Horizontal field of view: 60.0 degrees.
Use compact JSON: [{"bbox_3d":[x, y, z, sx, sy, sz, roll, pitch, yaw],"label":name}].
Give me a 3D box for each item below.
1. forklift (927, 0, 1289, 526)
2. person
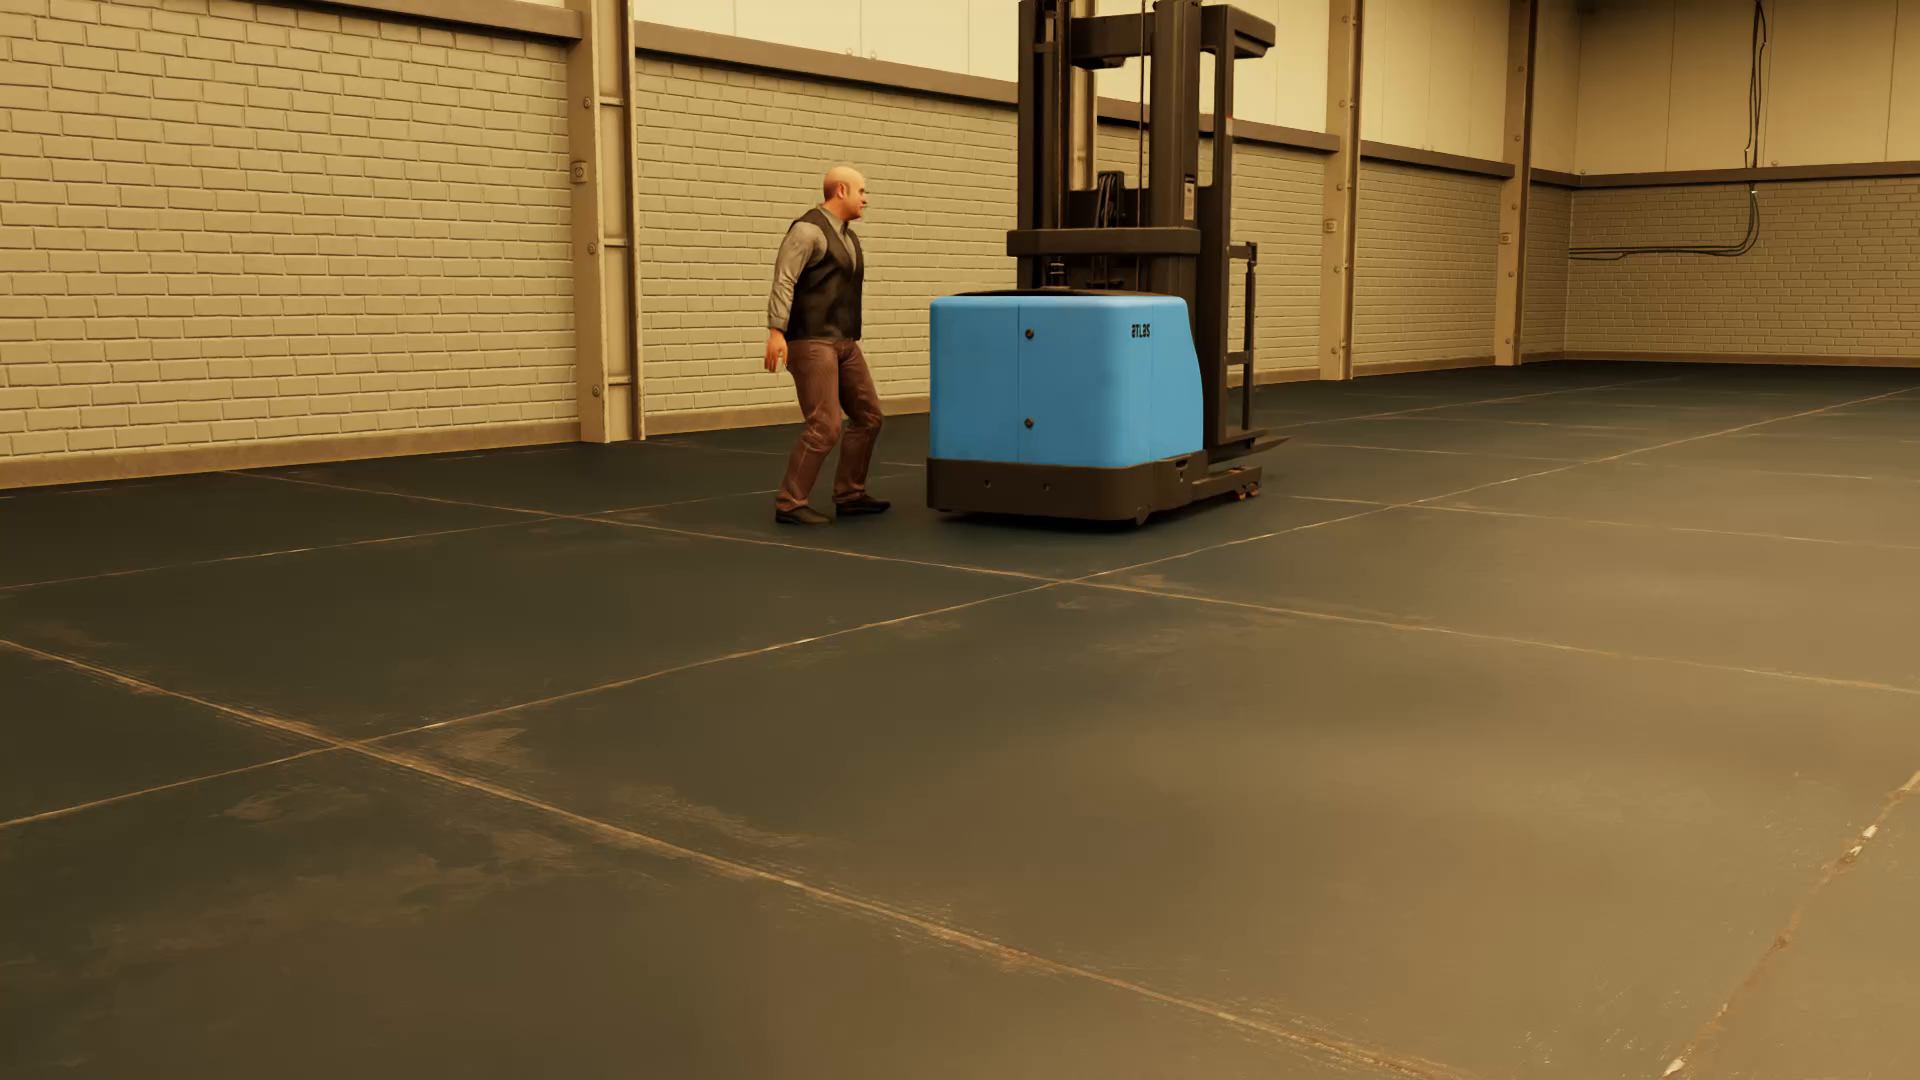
[{"bbox_3d":[0.989,-1.689,8.824,1.130,2.935,3.031,5,9,28],"label":"forklift"},{"bbox_3d":[-0.652,-0.922,7.958,0.406,1.694,0.860,3,9,22],"label":"person"}]
